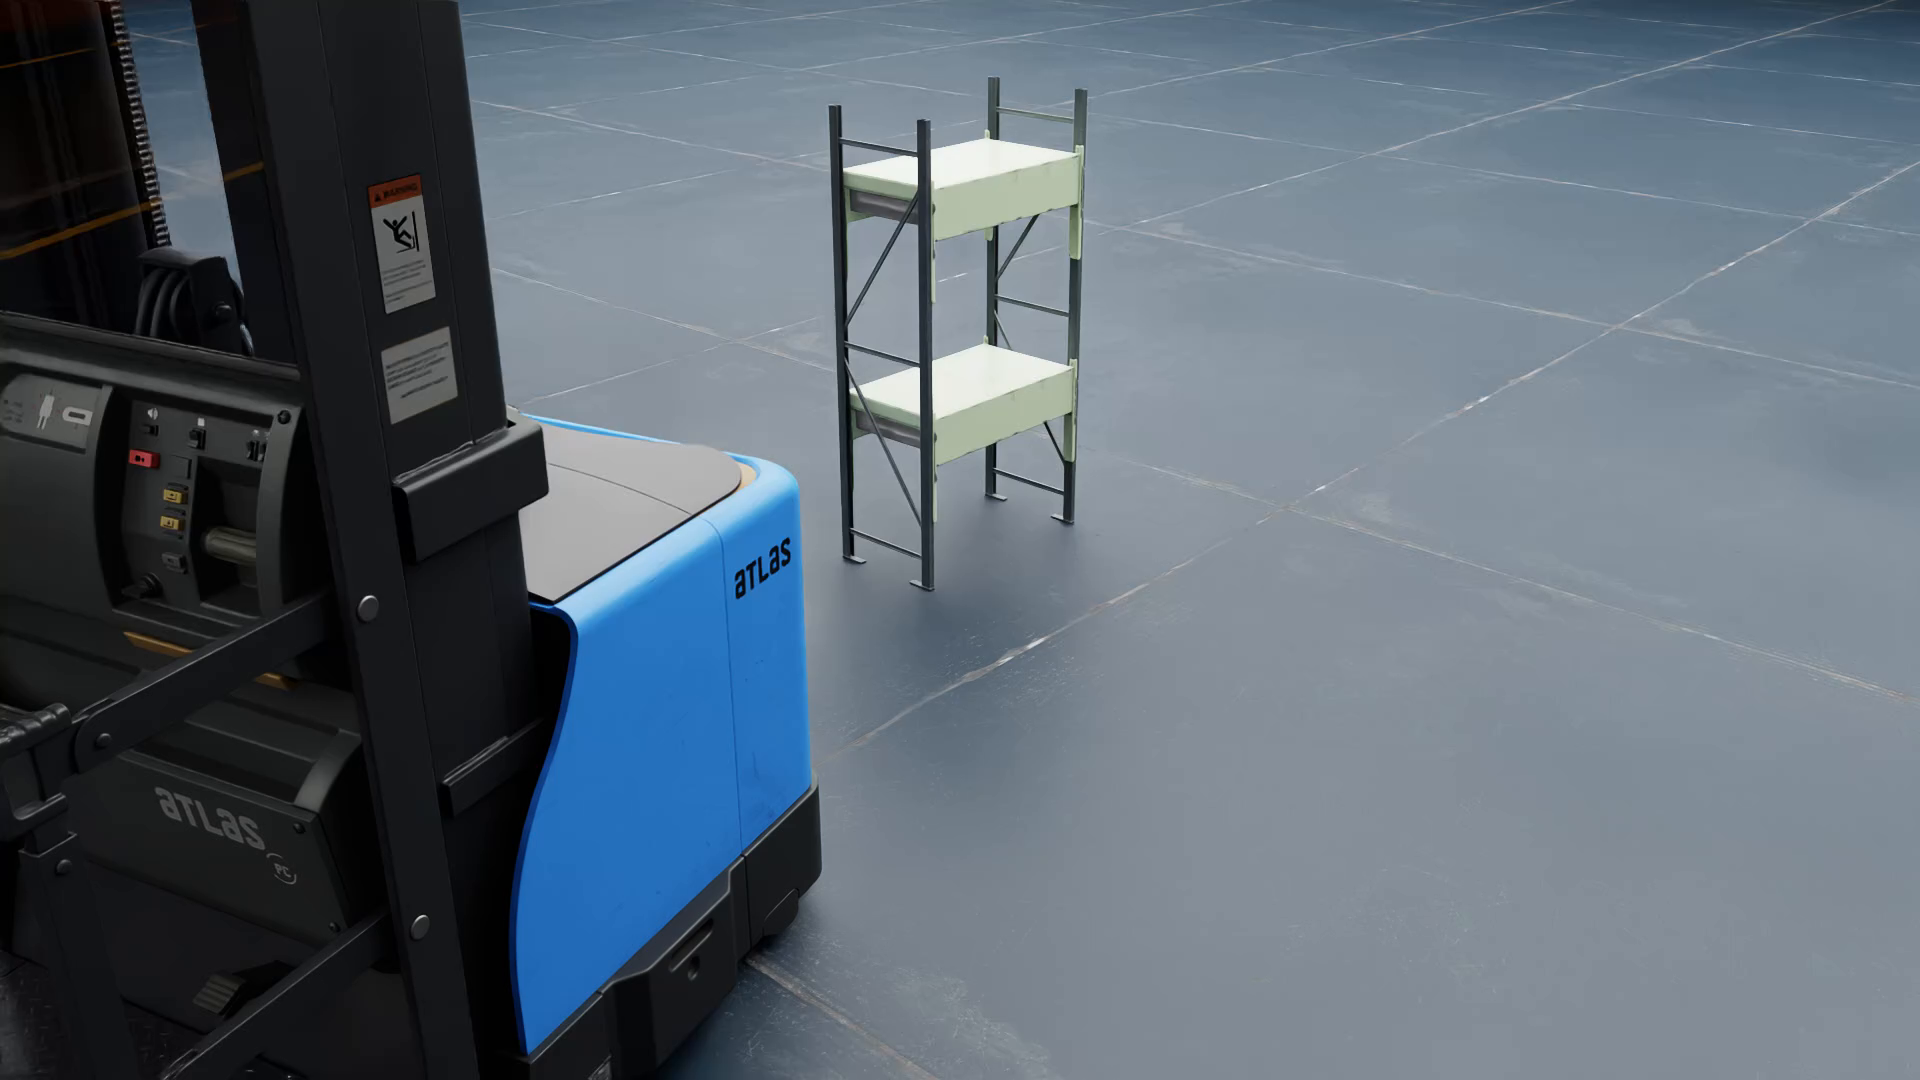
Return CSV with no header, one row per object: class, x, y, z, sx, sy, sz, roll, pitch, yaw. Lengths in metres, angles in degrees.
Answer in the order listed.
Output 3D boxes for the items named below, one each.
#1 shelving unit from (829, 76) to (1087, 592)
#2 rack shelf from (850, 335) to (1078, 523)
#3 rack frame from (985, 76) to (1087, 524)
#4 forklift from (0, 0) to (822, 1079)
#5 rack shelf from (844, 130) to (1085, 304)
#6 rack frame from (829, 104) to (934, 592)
shelving unit,0.004,-0.686,5.448,0.431,1.500,0.755,20,31,38
rack shelf,0.004,-0.389,5.581,0.431,0.370,0.720,20,31,38
rack frame,0.249,-0.798,5.696,0.400,1.500,0.023,20,31,38
forklift,-1.426,-0.065,2.312,1.130,2.935,3.031,11,27,24
rack shelf,0.004,-1.042,5.288,0.431,0.370,0.720,20,31,38
rack frame,-0.240,-0.575,5.199,0.400,1.500,0.023,20,31,38
